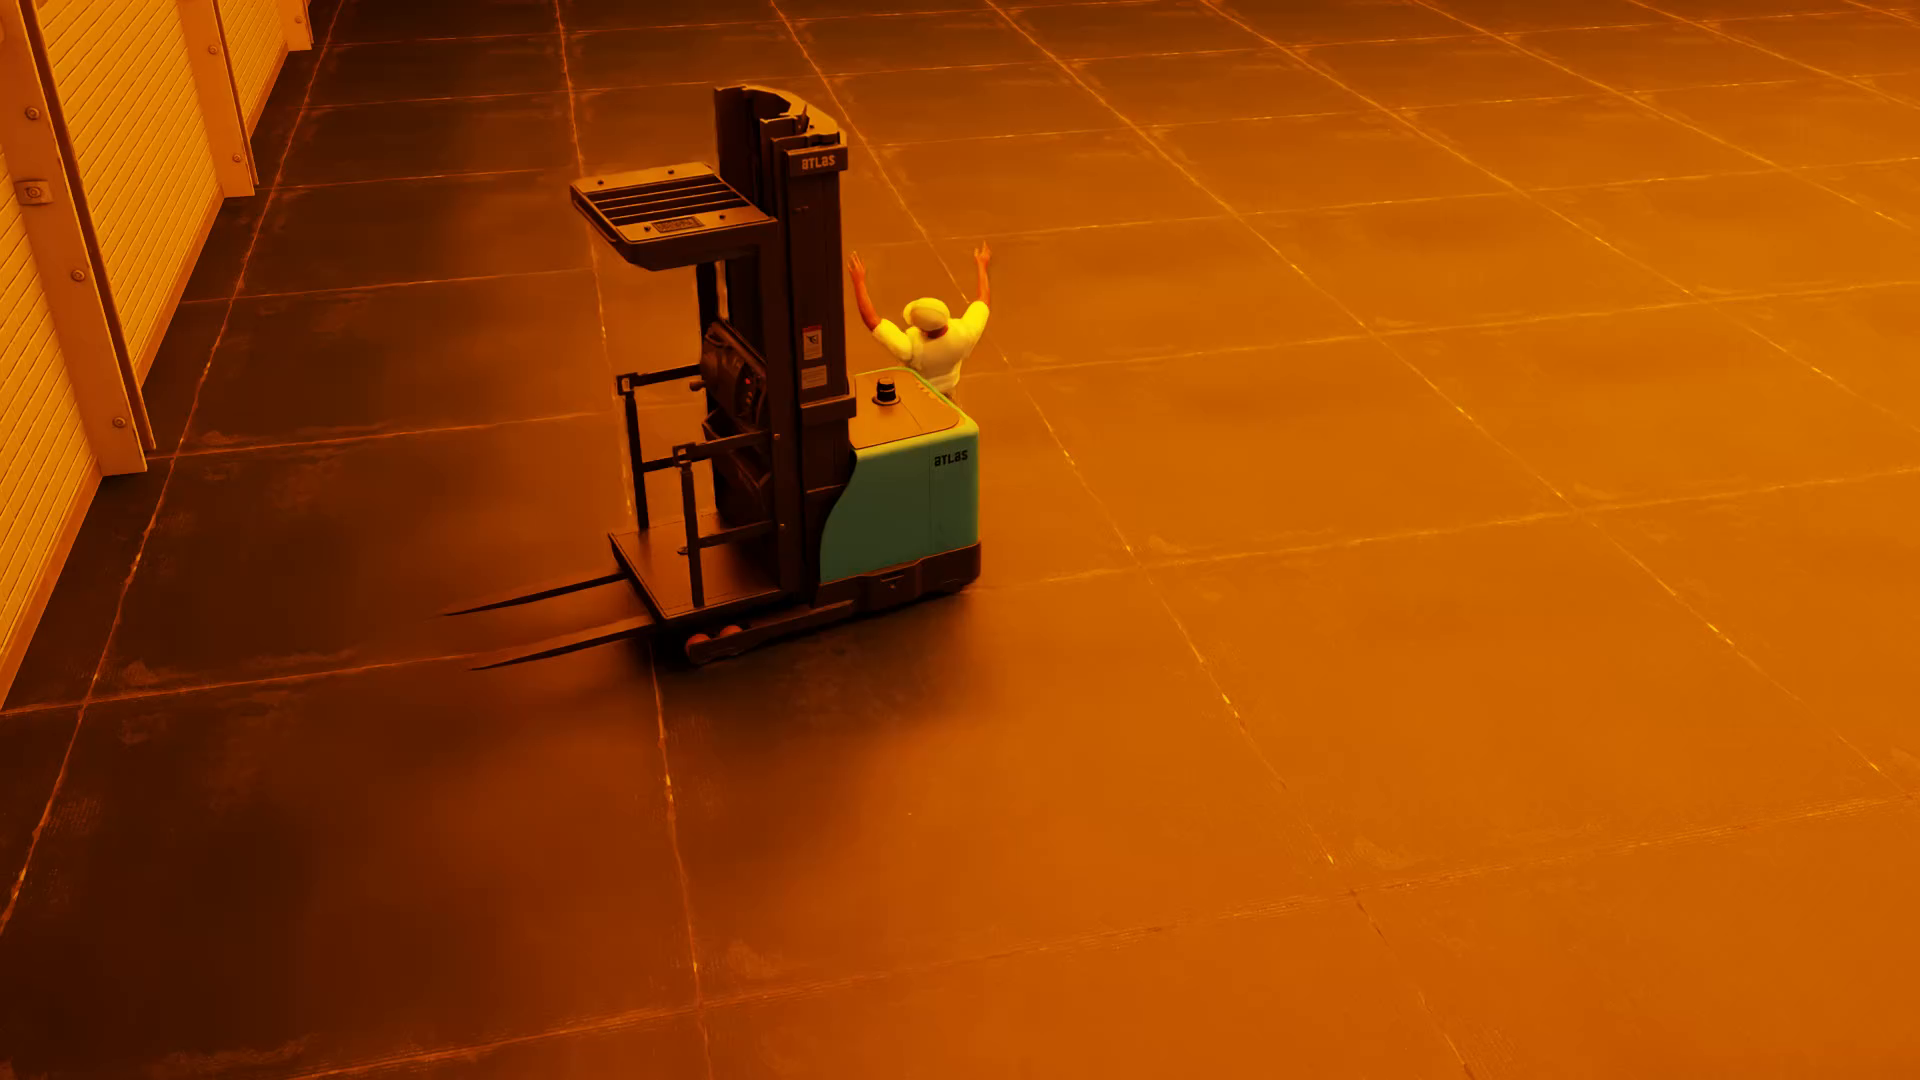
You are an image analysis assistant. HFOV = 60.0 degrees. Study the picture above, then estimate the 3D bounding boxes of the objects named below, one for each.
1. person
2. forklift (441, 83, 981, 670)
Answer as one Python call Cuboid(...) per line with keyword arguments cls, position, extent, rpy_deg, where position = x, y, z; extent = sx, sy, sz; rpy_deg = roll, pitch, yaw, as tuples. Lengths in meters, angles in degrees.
Cuboid(cls="person", position=(-0.164, -1.087, 10.727), extent=(1.042, 1.644, 0.741), rpy_deg=(-13, 33, -22))
Cuboid(cls="forklift", position=(-1.426, -0.876, 9.088), extent=(3.031, 2.935, 1.130), rpy_deg=(-14, 33, -23))
